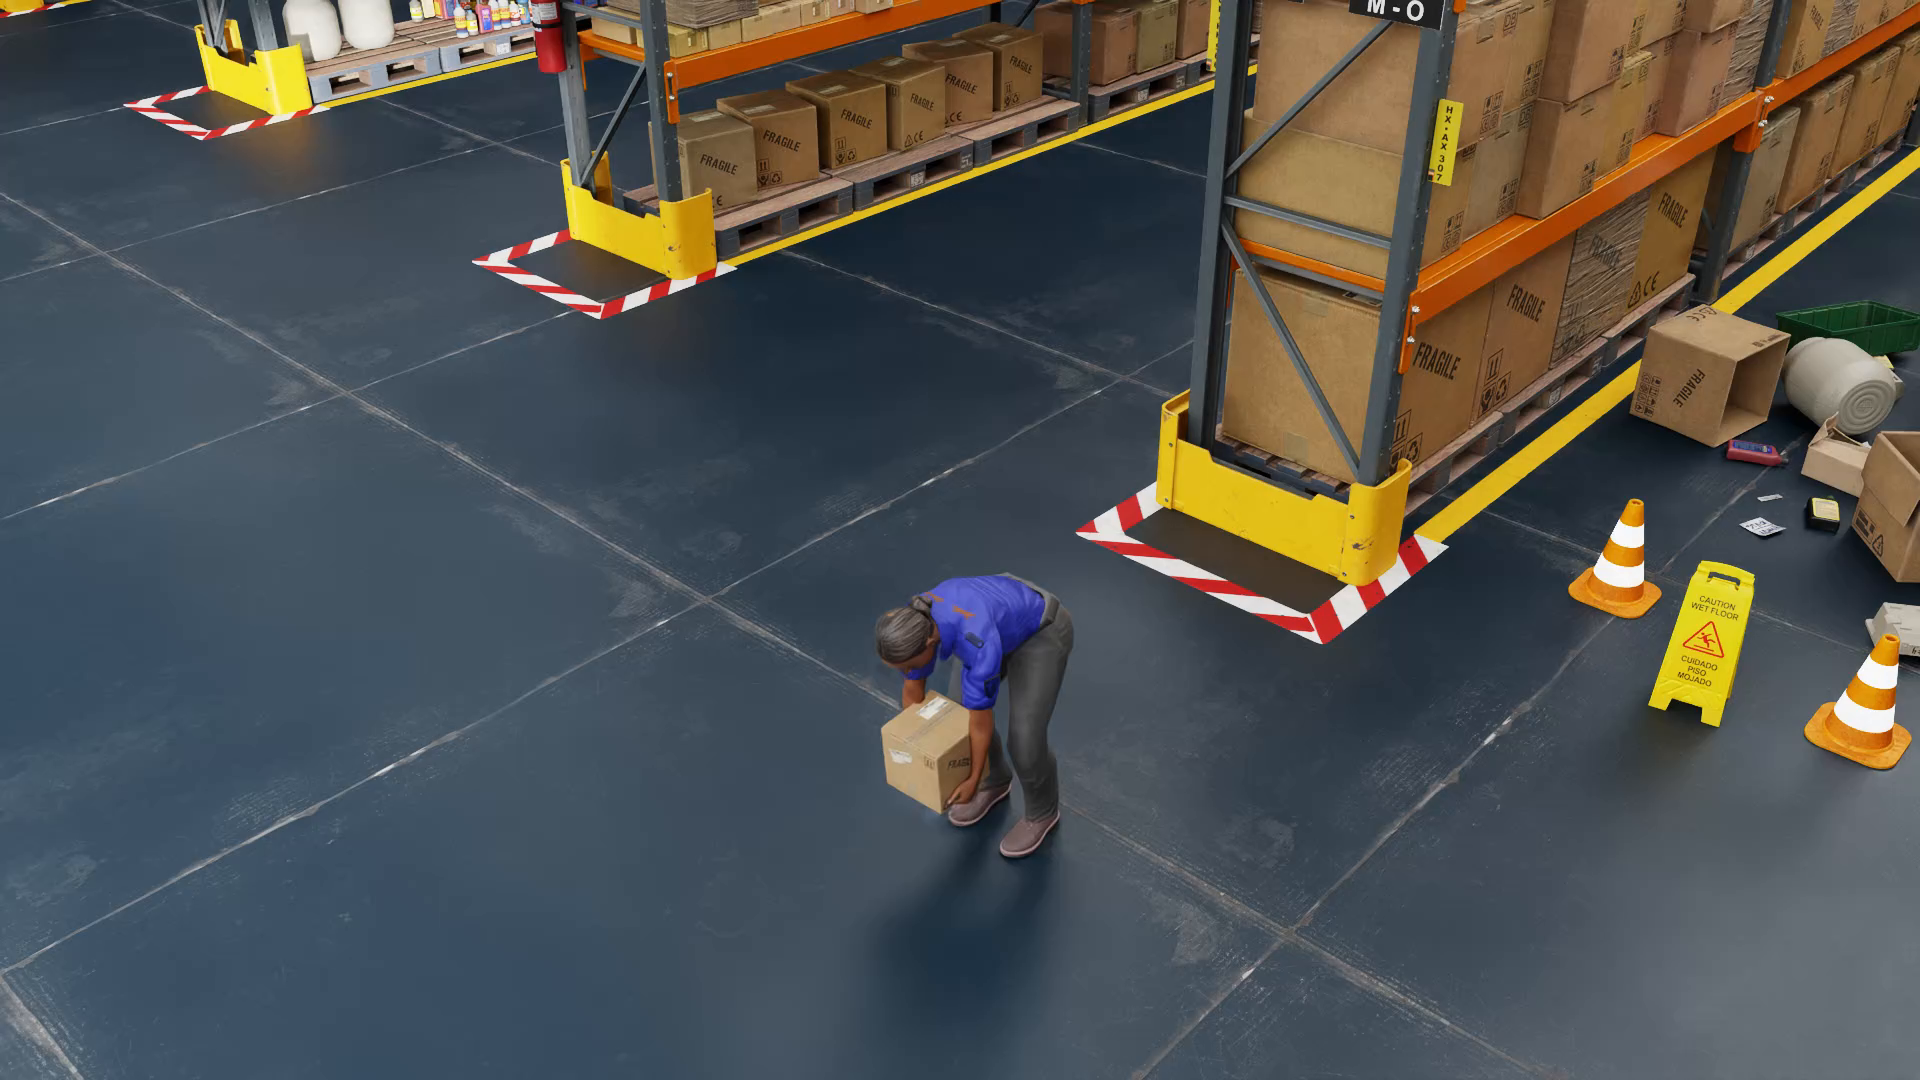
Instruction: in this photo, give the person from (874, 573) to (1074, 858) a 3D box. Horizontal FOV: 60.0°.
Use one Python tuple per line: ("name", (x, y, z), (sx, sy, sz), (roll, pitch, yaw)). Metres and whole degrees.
("person", (0.029, 0.595, 5.612), (0.413, 1.201, 0.844), (24, 39, 34))
